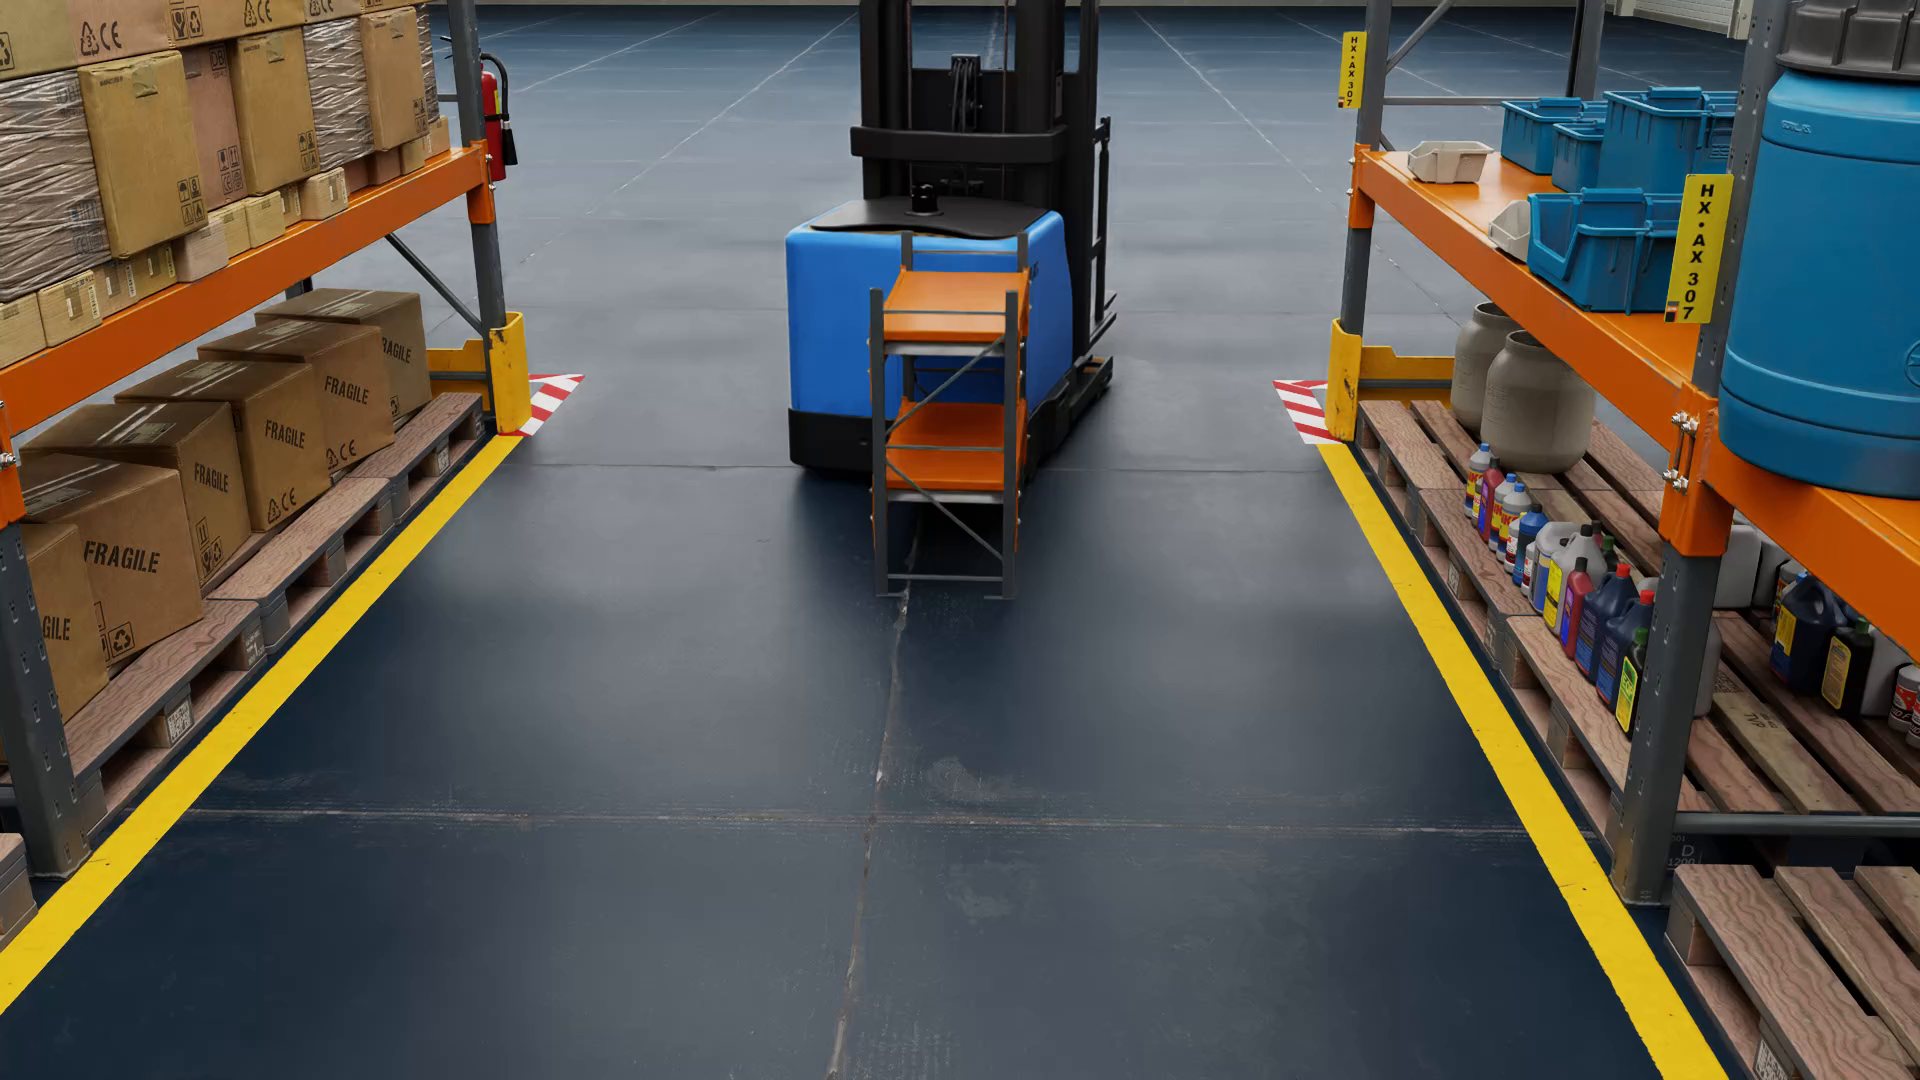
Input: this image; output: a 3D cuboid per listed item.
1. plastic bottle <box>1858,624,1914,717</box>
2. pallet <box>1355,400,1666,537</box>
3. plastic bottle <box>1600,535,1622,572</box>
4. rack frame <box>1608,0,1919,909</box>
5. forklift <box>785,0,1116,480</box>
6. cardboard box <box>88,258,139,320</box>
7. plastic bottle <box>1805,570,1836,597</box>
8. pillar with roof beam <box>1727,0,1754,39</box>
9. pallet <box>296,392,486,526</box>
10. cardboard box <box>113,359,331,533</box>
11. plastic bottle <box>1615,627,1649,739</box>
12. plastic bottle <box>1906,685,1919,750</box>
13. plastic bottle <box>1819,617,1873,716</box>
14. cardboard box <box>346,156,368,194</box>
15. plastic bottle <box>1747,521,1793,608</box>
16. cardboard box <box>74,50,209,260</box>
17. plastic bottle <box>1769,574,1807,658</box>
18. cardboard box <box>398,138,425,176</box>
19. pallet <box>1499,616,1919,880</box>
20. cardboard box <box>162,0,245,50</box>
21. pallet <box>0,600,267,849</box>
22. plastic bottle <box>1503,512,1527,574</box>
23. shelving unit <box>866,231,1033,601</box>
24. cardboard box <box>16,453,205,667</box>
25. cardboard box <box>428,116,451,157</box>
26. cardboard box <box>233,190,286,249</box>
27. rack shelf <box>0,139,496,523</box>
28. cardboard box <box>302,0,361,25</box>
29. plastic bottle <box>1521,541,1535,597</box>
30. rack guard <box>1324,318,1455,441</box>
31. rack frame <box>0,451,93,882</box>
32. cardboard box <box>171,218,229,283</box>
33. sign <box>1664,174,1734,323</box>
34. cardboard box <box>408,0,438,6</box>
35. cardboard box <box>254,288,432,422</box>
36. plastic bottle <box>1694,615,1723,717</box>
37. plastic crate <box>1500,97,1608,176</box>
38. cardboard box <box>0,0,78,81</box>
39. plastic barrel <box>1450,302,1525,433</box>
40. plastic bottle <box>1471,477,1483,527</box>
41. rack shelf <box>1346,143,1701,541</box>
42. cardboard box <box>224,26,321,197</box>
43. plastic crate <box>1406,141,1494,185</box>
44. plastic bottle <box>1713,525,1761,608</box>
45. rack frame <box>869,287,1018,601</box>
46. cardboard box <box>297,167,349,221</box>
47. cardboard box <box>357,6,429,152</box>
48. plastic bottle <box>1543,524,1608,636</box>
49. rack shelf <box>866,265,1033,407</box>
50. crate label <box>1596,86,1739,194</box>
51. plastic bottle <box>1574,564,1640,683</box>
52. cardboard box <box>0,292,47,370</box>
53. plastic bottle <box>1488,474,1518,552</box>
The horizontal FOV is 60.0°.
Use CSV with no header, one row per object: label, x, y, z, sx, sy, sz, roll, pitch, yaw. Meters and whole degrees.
plastic bottle,2.593,0.342,4.657,0.152,0.276,0.135,1,21,4
pallet,2.299,-0.319,7.060,1.003,0.211,1.213,1,21,2
plastic bottle,2.013,0.136,5.178,0.061,0.283,0.133,1,21,2
rack frame,2.163,-0.495,3.657,1.000,3.000,0.127,1,21,2
forklift,0.156,-2.102,7.894,1.130,2.935,3.031,6,22,15
cardboard box,-2.480,-0.687,4.501,0.380,0.149,0.250,1,21,2
plastic bottle,2.608,0.180,4.973,0.144,0.351,0.185,0,21,-1
pillar with roof beam,9.457,-13.091,27.828,9.100,9.000,0.400,1,21,2
pallet,-2.729,-0.375,7.203,1.003,0.211,1.213,1,21,2
cardboard box,-2.724,-0.358,6.179,0.500,0.500,0.500,3,21,7
plastic bottle,1.848,0.389,4.527,0.061,0.283,0.133,2,21,4
plastic bottle,2.614,0.458,4.463,0.097,0.201,0.097,0,21,0
plastic bottle,2.487,0.338,4.658,0.061,0.283,0.133,1,21,2
cardboard box,-2.505,-1.412,6.367,0.380,0.149,0.250,1,21,2
plastic bottle,2.621,0.026,5.369,0.144,0.351,0.185,0,21,1
cardboard box,-2.662,-1.077,4.608,0.875,0.500,0.500,1,21,2
plastic bottle,2.486,0.231,4.950,0.097,0.271,0.097,0,21,0
cardboard box,-2.433,-1.592,6.832,0.380,0.149,0.250,1,21,2
pallet,2.225,0.563,4.786,1.003,0.211,1.213,1,21,2
cardboard box,-2.491,-1.722,4.889,0.500,0.500,0.500,1,21,2
pallet,-2.803,0.508,4.929,1.003,0.211,1.213,1,21,2
plastic bottle,1.901,0.007,5.626,0.097,0.201,0.097,0,21,0
shelving unit,-0.017,-0.500,6.263,0.538,1.125,1.048,2,21,4
cardboard box,-2.726,0.069,5.079,0.500,0.500,0.500,8,22,19
cardboard box,-2.469,-1.773,7.299,0.380,0.149,0.250,1,21,2
cardboard box,-2.448,-1.049,5.433,0.380,0.149,0.250,1,21,2
rack shelf,-2.727,-0.937,5.792,1.077,0.370,4.000,1,21,2
cardboard box,-2.463,-2.084,5.821,0.500,0.500,0.500,1,21,2
plastic bottle,1.895,0.081,5.434,0.097,0.201,0.097,0,21,0
rack guard,2.329,-0.748,7.765,1.175,0.500,0.348,1,21,2
rack frame,-2.788,-0.549,3.798,1.000,3.000,0.127,1,21,2
cardboard box,-2.433,-0.868,4.966,0.380,0.149,0.250,1,21,2
sign,1.613,-0.634,3.633,0.100,0.325,0.005,1,21,2
cardboard box,-2.436,-2.445,6.753,0.500,0.500,0.500,1,21,2
cardboard box,-2.702,-0.800,7.320,0.500,0.500,0.500,5,22,12
plastic bottle,2.038,0.301,4.661,0.144,0.351,0.185,1,21,2
plastic crate,2.568,-1.687,6.937,0.499,0.251,0.616,1,21,2
cardboard box,-2.520,-1.361,3.957,0.500,0.500,0.500,1,21,2
plastic barrel,2.341,-0.738,7.143,0.421,0.512,0.421,0,21,0
plastic bottle,1.915,-0.152,6.034,0.097,0.201,0.097,0,21,0
rack shelf,2.224,-0.882,5.651,1.077,0.370,4.000,1,21,2
cardboard box,-2.691,-1.439,5.542,0.875,0.500,0.500,1,21,2
plastic crate,1.936,-1.498,6.608,0.298,0.136,0.250,1,21,2
plastic bottle,2.472,0.068,5.364,0.152,0.276,0.135,1,21,2
rack frame,-0.054,-0.317,5.791,0.500,1.125,0.032,2,21,4
cardboard box,-2.409,-1.230,5.898,0.380,0.149,0.250,1,21,2
cardboard box,-2.606,-1.800,6.472,0.875,0.500,0.500,1,21,2
plastic bottle,1.910,0.113,5.145,0.144,0.351,0.185,1,21,1
rack shelf,-0.017,-0.773,6.157,0.538,0.278,1.000,2,21,4
crate label,2.499,-1.289,5.655,0.502,0.435,0.616,1,21,2
plastic bottle,1.900,0.230,4.844,0.144,0.351,0.185,0,21,-1
cardboard box,-2.481,-0.507,4.035,0.380,0.149,0.250,1,21,2
plastic bottle,1.907,-0.098,5.799,0.097,0.271,0.097,0,21,0
